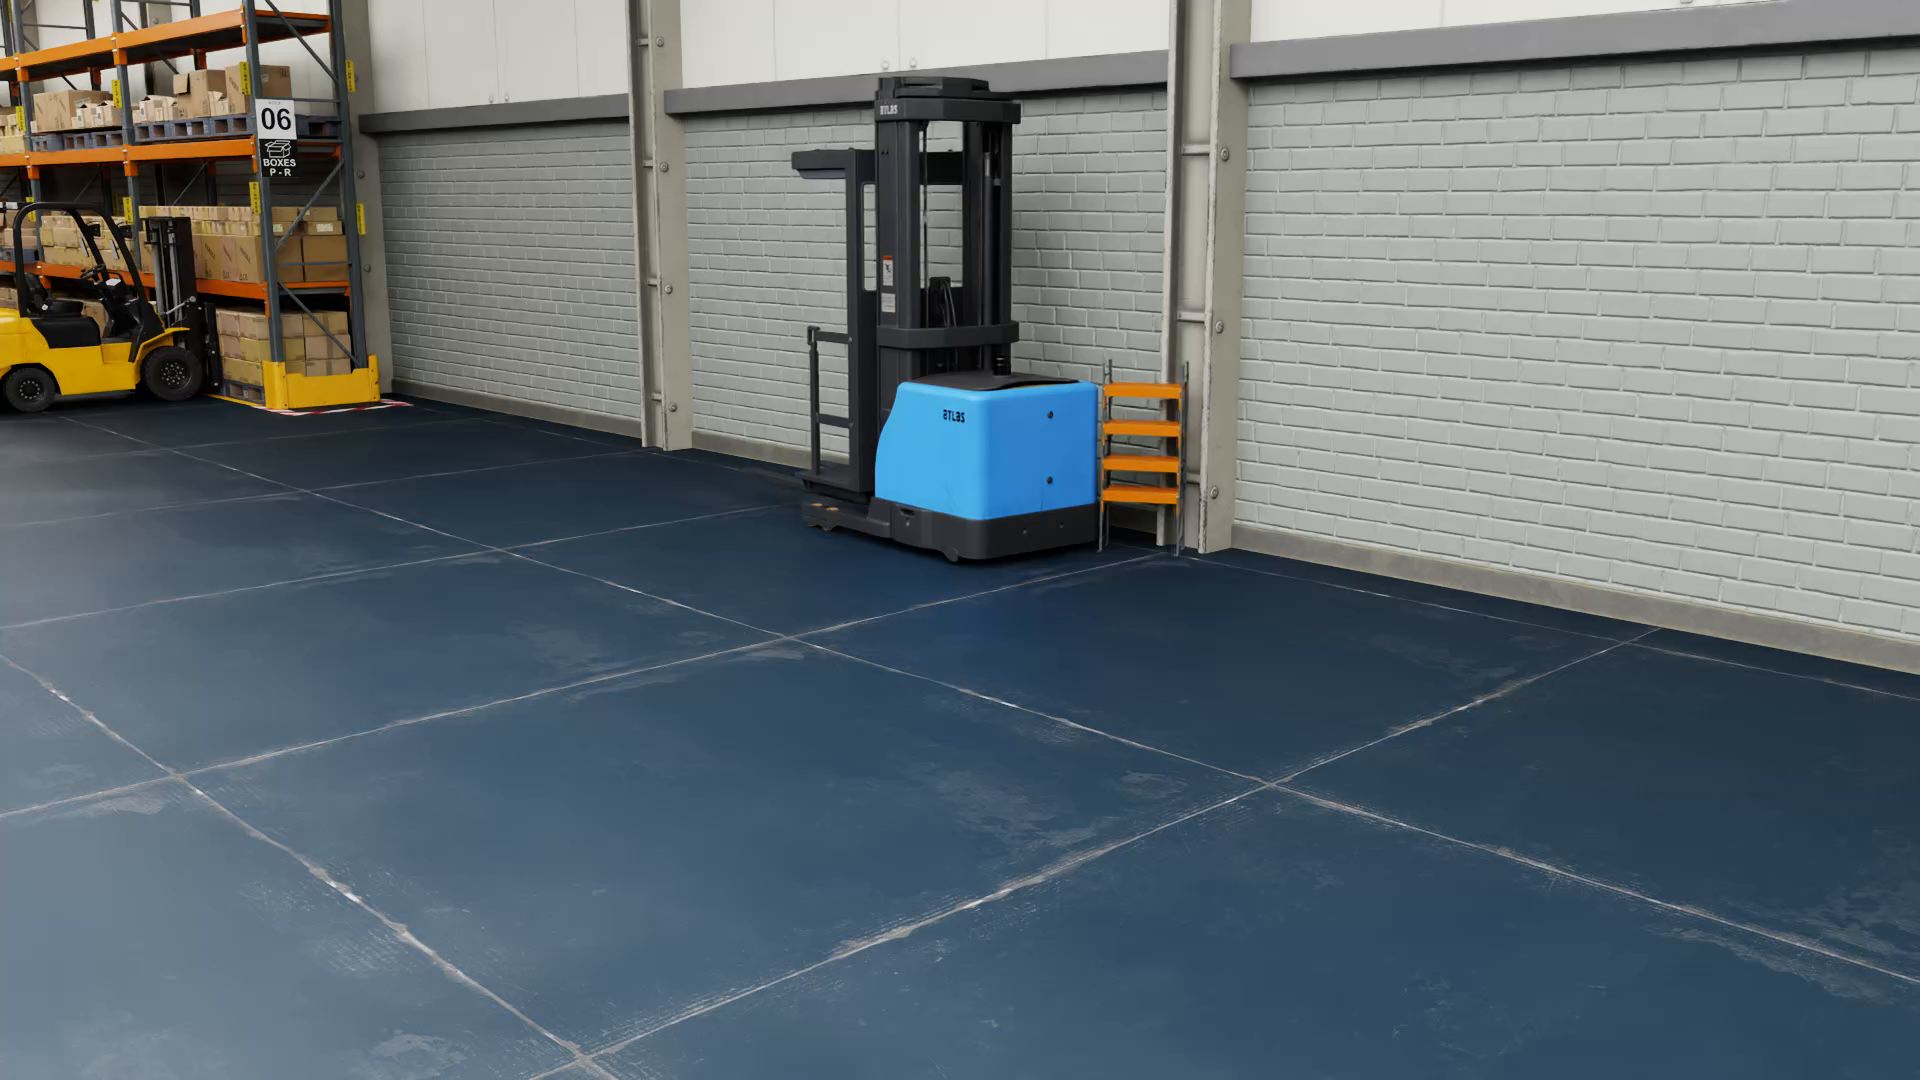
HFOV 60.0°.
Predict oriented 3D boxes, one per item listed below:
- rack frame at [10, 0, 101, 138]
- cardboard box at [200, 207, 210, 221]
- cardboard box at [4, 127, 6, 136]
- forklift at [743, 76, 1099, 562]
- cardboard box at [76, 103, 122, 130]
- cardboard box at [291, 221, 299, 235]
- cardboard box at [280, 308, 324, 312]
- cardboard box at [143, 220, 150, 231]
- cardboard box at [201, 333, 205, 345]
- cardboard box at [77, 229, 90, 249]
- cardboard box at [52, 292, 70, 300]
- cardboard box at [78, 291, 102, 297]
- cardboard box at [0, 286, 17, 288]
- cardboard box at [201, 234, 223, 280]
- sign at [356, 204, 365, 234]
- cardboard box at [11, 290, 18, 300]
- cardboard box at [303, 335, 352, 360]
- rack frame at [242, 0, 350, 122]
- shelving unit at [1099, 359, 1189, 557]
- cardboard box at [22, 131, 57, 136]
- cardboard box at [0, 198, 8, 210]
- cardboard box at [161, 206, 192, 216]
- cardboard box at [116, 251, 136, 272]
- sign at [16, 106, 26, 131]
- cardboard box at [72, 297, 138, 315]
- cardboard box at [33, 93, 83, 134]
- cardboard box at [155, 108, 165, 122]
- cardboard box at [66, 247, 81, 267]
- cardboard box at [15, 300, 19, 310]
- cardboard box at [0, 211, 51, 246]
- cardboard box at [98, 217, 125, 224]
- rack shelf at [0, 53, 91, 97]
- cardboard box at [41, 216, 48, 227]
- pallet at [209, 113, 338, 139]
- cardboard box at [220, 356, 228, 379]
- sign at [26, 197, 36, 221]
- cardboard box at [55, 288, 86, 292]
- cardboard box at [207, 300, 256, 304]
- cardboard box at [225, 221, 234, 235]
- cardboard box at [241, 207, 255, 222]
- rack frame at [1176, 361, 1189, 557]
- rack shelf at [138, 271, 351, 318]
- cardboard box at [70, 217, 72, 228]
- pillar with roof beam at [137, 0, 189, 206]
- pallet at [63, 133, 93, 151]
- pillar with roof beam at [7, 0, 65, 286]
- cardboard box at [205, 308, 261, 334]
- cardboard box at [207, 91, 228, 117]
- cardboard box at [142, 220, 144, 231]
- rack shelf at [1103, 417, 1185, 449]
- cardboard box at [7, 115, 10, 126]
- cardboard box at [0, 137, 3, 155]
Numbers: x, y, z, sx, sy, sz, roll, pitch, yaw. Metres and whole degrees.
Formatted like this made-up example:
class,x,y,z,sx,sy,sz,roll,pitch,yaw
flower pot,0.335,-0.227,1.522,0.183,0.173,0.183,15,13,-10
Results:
class,x,y,z,sx,sy,sz,roll,pitch,yaw
rack frame,-12.467,-7.063,22.893,1.000,3.000,0.127,-11,16,-43
cardboard box,-8.296,-3.665,18.673,0.380,0.149,0.250,-10,16,-41
cardboard box,-13.553,-5.890,24.016,0.380,0.149,0.250,-11,16,-42
forklift,-0.423,-1.545,11.146,1.130,2.935,3.031,-9,15,-37
cardboard box,-10.911,-5.405,21.210,0.500,0.311,0.500,11,16,43
cardboard box,-7.205,-3.437,18.303,0.380,0.149,0.250,-11,16,-43
cardboard box,-7.485,-2.475,18.785,0.500,0.250,0.500,-11,16,-42
cardboard box,-9.675,-3.824,20.186,0.380,0.149,0.250,-11,16,-43
cardboard box,-8.558,-2.309,19.220,0.500,0.250,0.500,-11,16,-43
cardboard box,-11.273,-3.974,21.900,0.500,0.250,0.500,-11,16,-42
cardboard box,-12.991,-3.461,23.821,0.250,0.149,0.380,11,16,42
cardboard box,-12.602,-3.543,24.223,0.380,0.149,0.250,-10,15,-40
cardboard box,-14.542,-3.815,25.539,0.380,0.149,0.250,-11,16,-44
cardboard box,-8.178,-3.193,18.729,0.500,0.500,0.500,-11,16,-44
sign,-6.537,-3.496,18.107,0.100,0.325,0.005,-11,16,-43
cardboard box,-13.887,-3.658,24.780,0.250,0.149,0.380,11,16,42
cardboard box,-7.117,-2.159,18.489,0.500,0.250,0.500,-11,16,-42
rack frame,-6.942,-5.895,17.226,1.000,3.000,0.127,-11,16,-43
shelving unit,1.156,-0.519,10.455,0.503,1.200,0.258,3,12,15
cardboard box,-12.886,-5.734,23.259,0.380,0.149,0.250,-10,16,-41
cardboard box,-16.065,-5.402,27.476,0.500,0.500,0.500,11,16,44
cardboard box,-9.167,-3.852,19.582,0.380,0.149,0.250,-10,16,-41
cardboard box,-10.242,-3.505,20.860,0.500,0.250,0.500,-10,16,-41
sign,-12.861,-5.772,22.778,0.100,0.325,0.005,-11,16,-43
cardboard box,-11.589,-2.980,22.787,0.875,0.625,0.625,-10,15,-41
cardboard box,-12.143,-5.758,22.455,0.500,0.500,0.500,-11,16,-42
cardboard box,-9.084,-4.922,19.267,0.380,0.149,0.250,-10,15,-41
cardboard box,-11.633,-3.804,22.314,0.500,0.250,0.500,11,16,43
cardboard box,-13.616,-3.288,24.593,0.500,0.500,0.500,-10,15,-40
cardboard box,-13.728,-4.593,24.477,0.637,0.503,0.797,11,16,44
cardboard box,-10.836,-4.072,21.385,0.250,0.149,0.380,11,16,44
rack shelf,-13.848,-6.807,24.423,1.077,0.370,4.000,-11,16,-43
cardboard box,-12.460,-4.404,22.998,0.380,0.149,0.250,-10,15,-41
pallet,-7.412,-4.490,18.056,1.003,0.211,1.213,-11,16,-43
cardboard box,-8.171,-1.989,18.905,0.500,0.250,0.500,-11,16,-42
sign,-12.853,-4.576,23.016,0.100,0.325,0.005,-11,16,-43
cardboard box,-13.331,-3.695,24.959,0.380,0.149,0.250,-11,16,-44
cardboard box,-8.864,-2.773,20.232,0.500,0.250,0.500,-11,16,-43
cardboard box,-7.880,-3.453,18.381,0.380,0.149,0.250,-11,16,-43
cardboard box,-7.535,-3.524,17.991,0.380,0.149,0.250,-11,16,-42
rack frame,1.391,-0.505,10.390,0.015,1.200,0.240,3,12,15
rack shelf,-8.323,-2.897,19.321,1.077,0.370,4.000,-11,16,-43
cardboard box,-11.694,-4.262,22.310,0.380,0.149,0.250,-11,16,-42
pillar with roof beam,-14.028,-6.398,19.667,9.100,9.000,0.400,-11,16,-43
pallet,-11.159,-5.252,22.004,1.003,0.211,1.213,-10,15,-40
pillar with roof beam,-18.172,-7.274,23.917,9.100,9.000,0.400,-11,16,-43
cardboard box,-8.198,-2.476,18.789,0.500,0.250,0.500,-11,16,-42
cardboard box,-7.909,-4.731,18.051,0.396,0.266,0.258,-11,16,-42
cardboard box,-10.101,-3.927,20.681,0.380,0.149,0.250,-10,15,-41
rack shelf,1.156,-0.672,10.424,0.480,0.148,0.258,3,12,15
cardboard box,-13.389,-5.998,23.805,0.380,0.149,0.250,-11,16,-43
cardboard box,-13.690,-5.708,24.120,0.500,0.250,0.500,-11,16,-43
